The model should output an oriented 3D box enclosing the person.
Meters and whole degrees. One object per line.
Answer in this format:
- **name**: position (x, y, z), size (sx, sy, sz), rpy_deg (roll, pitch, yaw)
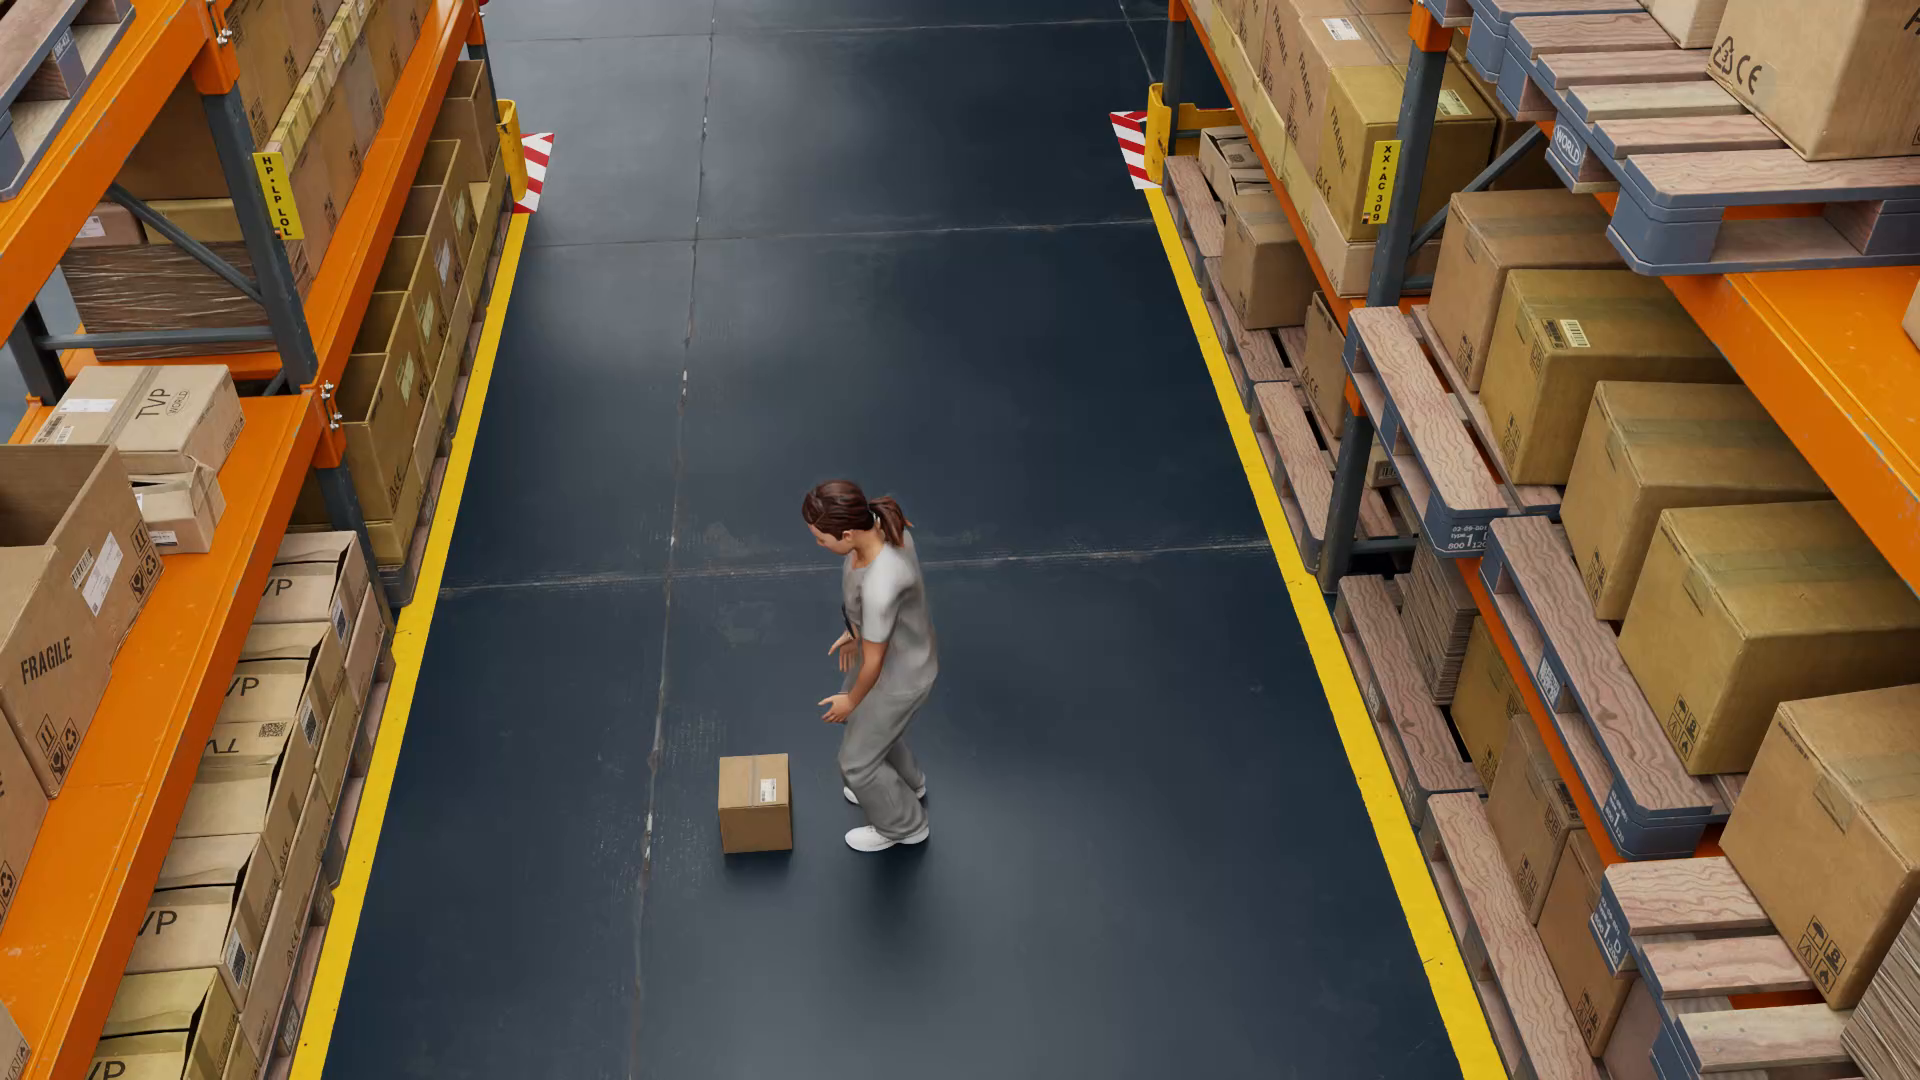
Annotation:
- **person**: position (-0.285, 0.439, 5.683), size (0.426, 1.603, 0.468), rpy_deg (-2, 39, -3)
